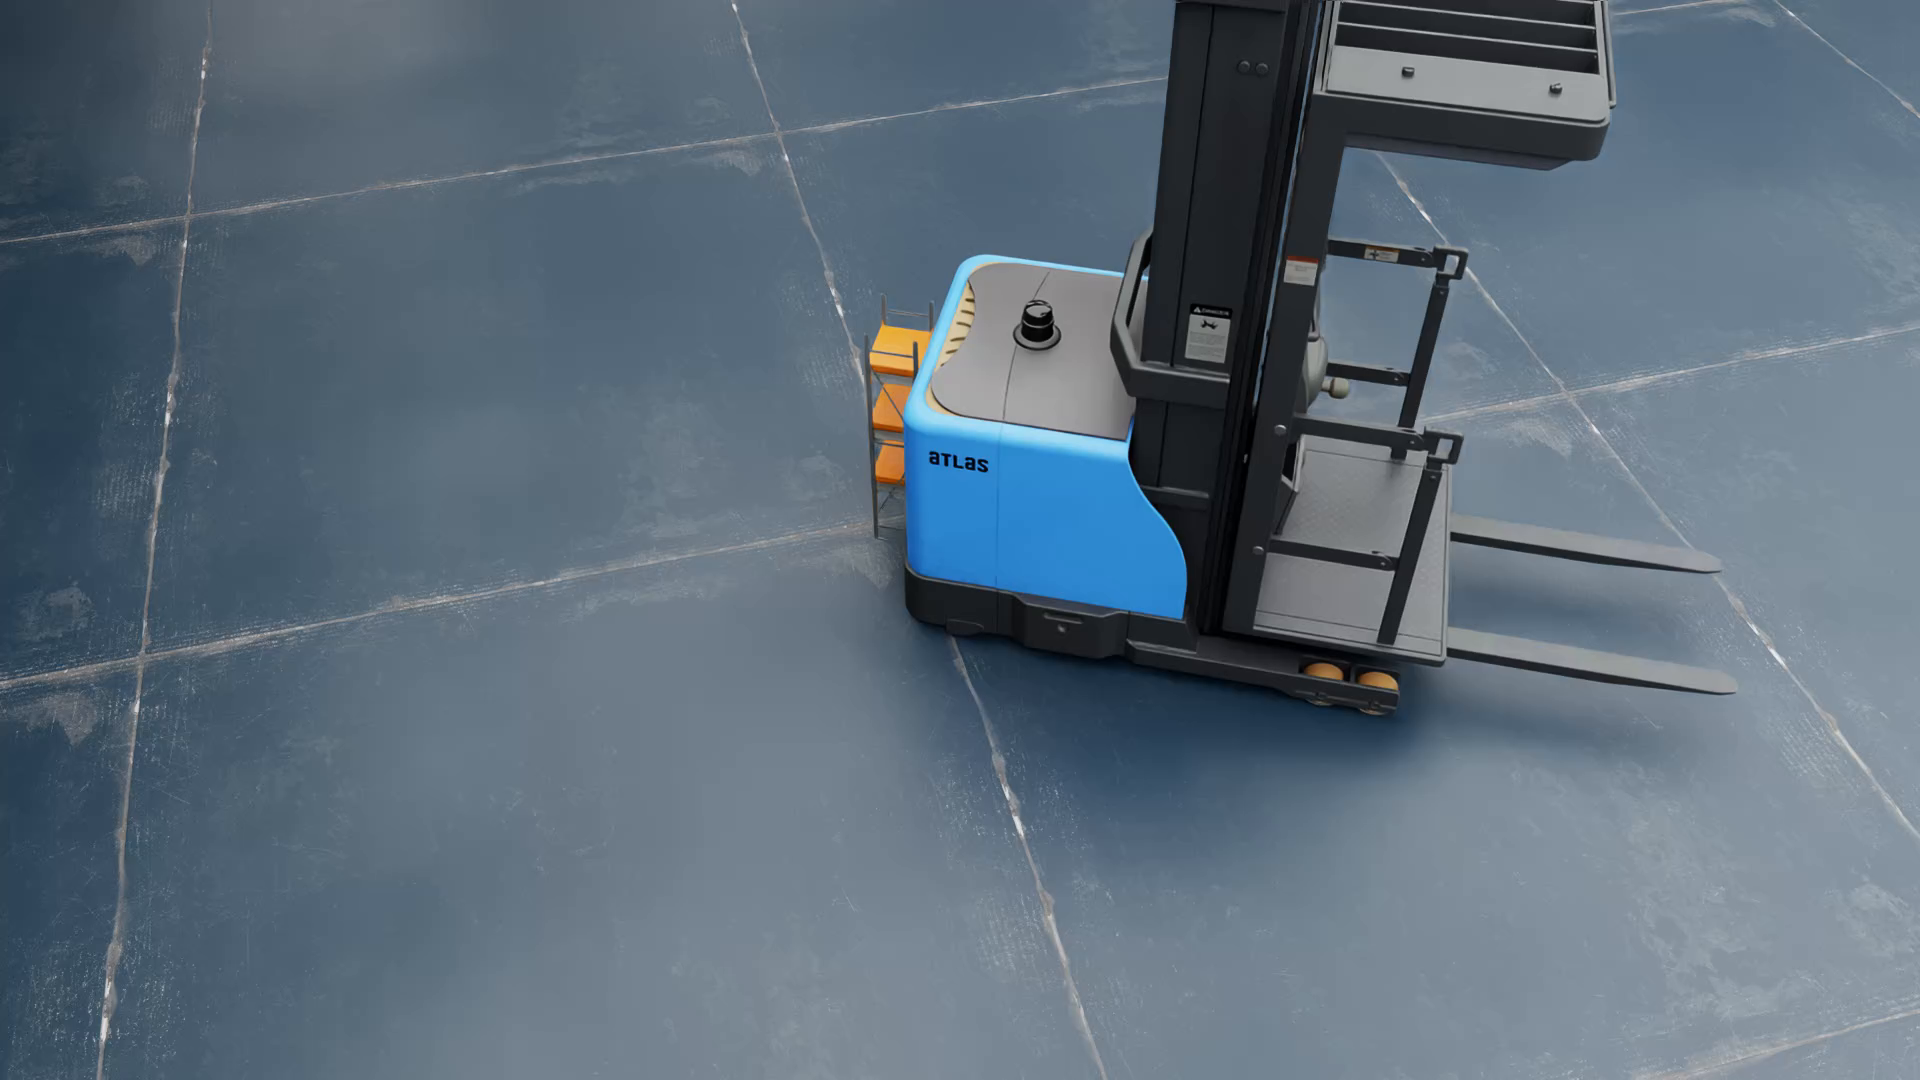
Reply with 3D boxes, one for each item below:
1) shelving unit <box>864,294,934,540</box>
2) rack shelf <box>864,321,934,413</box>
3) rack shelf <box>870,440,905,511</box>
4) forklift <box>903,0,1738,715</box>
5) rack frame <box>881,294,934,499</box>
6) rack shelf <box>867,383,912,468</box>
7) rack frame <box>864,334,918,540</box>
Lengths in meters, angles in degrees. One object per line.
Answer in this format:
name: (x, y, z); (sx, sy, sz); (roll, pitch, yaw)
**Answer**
shelving unit: (-0.223, -0.445, 6.451); (0.215, 1.050, 0.252); (9, 46, 9)
rack shelf: (-0.223, -0.636, 6.256); (0.215, 0.259, 0.240); (9, 46, 9)
rack shelf: (-0.222, -0.243, 6.657); (0.215, 0.259, 0.240); (9, 46, 9)
forklift: (1.362, -0.803, 5.484); (3.031, 2.935, 1.130); (9, 46, 9)
rack frame: (-0.195, -0.530, 6.534); (0.200, 1.050, 0.008); (9, 46, 9)
rack shelf: (-0.223, -0.437, 6.458); (0.215, 0.259, 0.240); (9, 46, 9)
rack frame: (-0.250, -0.360, 6.368); (0.200, 1.050, 0.008); (9, 46, 9)
